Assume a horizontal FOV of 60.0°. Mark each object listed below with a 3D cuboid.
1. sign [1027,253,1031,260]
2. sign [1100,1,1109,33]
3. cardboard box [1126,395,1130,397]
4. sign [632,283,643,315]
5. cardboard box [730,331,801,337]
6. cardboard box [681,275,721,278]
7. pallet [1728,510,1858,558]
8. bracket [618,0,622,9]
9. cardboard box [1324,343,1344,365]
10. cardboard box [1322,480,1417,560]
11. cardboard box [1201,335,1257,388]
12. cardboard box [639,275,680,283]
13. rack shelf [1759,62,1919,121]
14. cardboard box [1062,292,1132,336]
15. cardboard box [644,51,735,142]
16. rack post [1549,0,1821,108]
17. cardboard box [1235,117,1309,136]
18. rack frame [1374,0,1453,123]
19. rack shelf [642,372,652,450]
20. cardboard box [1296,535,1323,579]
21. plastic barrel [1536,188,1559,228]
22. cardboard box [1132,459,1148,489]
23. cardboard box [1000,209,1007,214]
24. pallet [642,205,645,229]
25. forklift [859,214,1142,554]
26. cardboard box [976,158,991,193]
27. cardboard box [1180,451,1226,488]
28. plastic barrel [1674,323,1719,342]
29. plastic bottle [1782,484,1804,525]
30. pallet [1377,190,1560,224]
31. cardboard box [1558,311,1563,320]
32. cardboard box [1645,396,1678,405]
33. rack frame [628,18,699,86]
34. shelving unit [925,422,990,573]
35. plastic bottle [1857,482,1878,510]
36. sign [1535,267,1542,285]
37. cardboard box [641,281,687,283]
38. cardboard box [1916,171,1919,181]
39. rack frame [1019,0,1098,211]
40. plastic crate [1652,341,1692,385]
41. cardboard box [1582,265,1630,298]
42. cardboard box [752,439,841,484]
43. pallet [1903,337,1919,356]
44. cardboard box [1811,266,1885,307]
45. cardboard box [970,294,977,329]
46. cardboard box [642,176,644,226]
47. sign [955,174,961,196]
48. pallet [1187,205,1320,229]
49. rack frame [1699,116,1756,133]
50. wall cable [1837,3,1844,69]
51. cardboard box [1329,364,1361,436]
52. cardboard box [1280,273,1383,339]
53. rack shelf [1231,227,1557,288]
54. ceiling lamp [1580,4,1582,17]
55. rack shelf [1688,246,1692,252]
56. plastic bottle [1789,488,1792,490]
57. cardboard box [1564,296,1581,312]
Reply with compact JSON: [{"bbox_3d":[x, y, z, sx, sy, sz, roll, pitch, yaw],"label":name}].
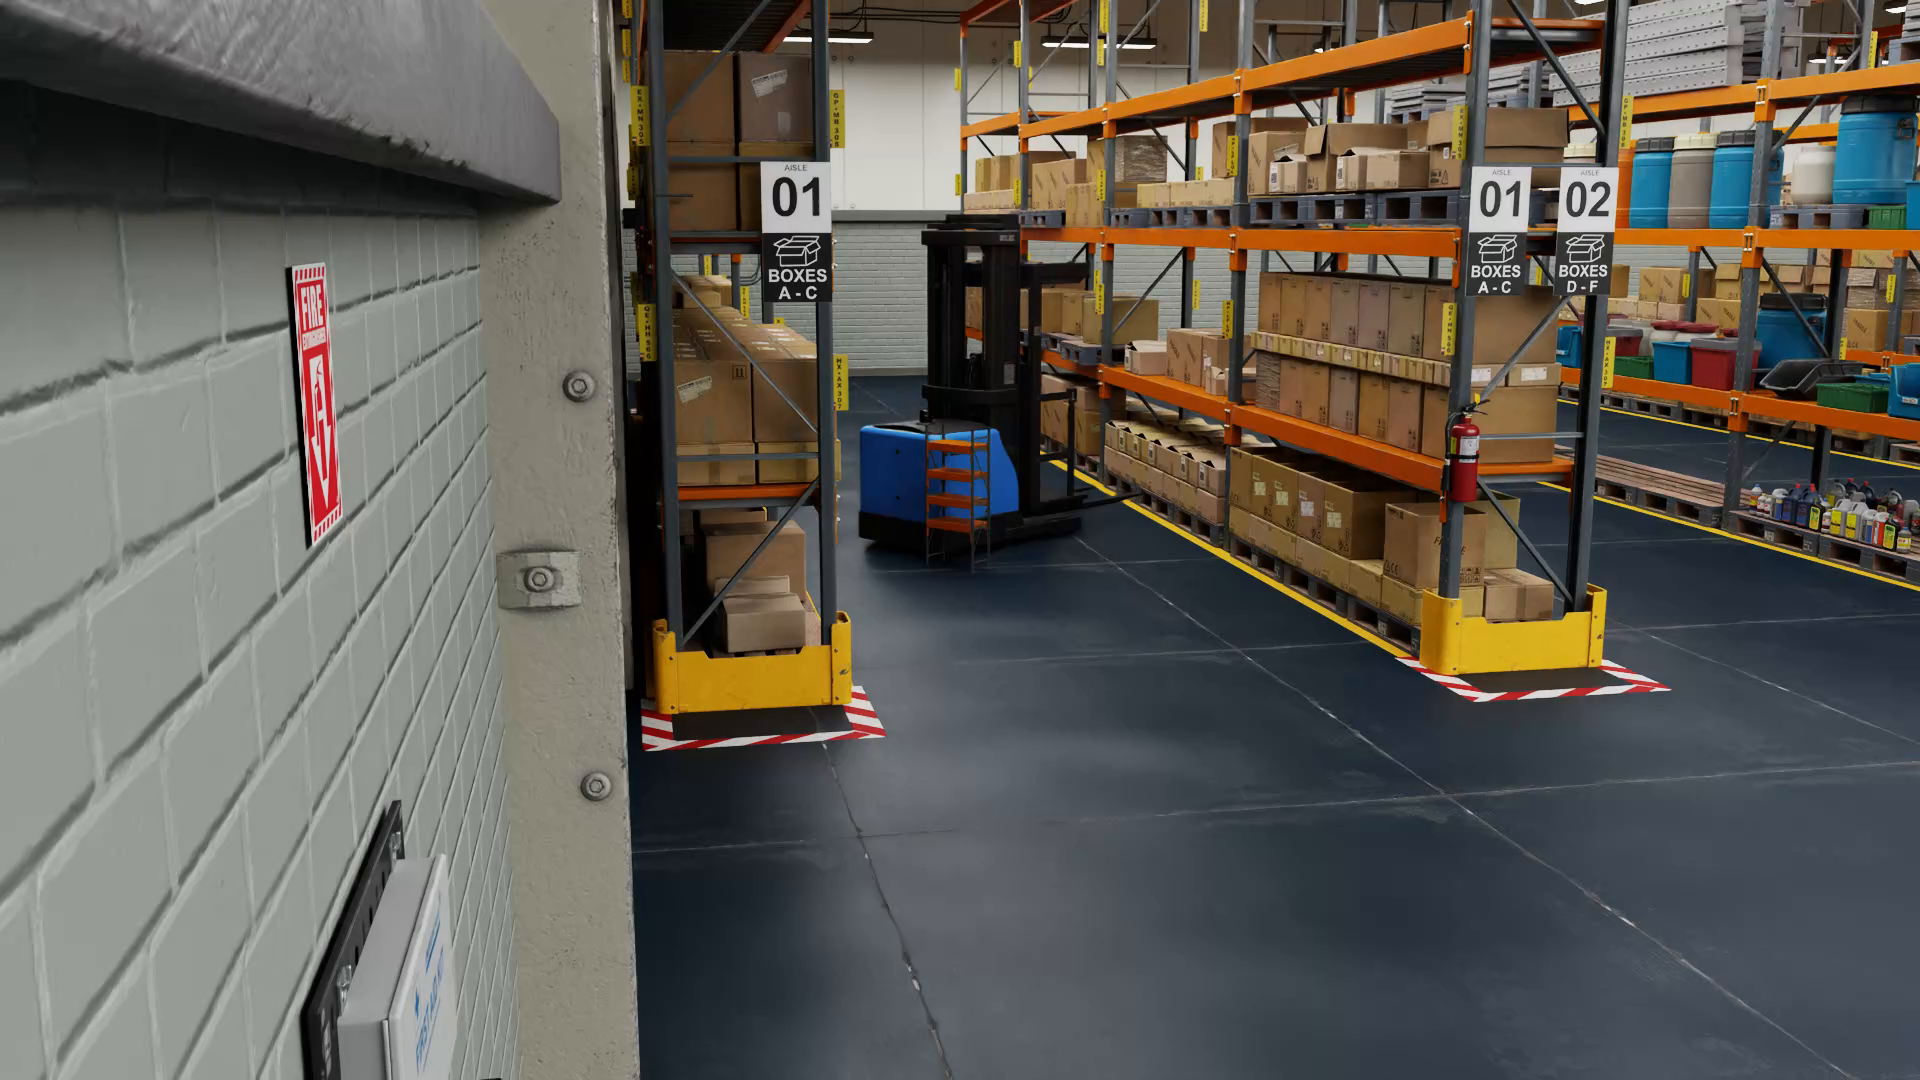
[{"bbox_3d":[1.056,-4.335,26.062,0.100,0.325,0.005,-2,11,-11],"label":"sign"},{"bbox_3d":[1.533,-5.551,17.636,0.100,0.325,0.005,-2,11,-11],"label":"sign"},{"bbox_3d":[1.848,-1.586,21.070,0.500,0.500,0.500,-2,11,-10],"label":"cardboard box"},{"bbox_3d":[-3.339,-2.495,17.237,0.100,0.325,0.005,-2,11,-11],"label":"sign"},{"bbox_3d":[-1.432,-1.258,12.179,0.500,0.500,0.500,-2,11,-13],"label":"cardboard box"},{"bbox_3d":[-3.231,-3.177,20.799,0.500,0.250,0.500,-2,11,-10],"label":"cardboard box"},{"bbox_3d":[7.791,-0.079,15.099,1.003,0.211,1.213,-2,11,-11],"label":"pallet"},{"bbox_3d":[-5.296,-8.530,26.370,0.235,0.232,0.430,-2,11,-11],"label":"bracket"},{"bbox_3d":[3.008,-1.421,12.692,0.380,0.149,0.250,-2,11,-11],"label":"cardboard box"},{"bbox_3d":[3.014,-0.154,12.264,0.500,0.500,0.500,-2,11,-11],"label":"cardboard box"},{"bbox_3d":[2.606,-1.681,15.792,0.500,0.500,0.500,-1,11,-7],"label":"cardboard box"},{"bbox_3d":[-3.739,-3.160,20.707,0.500,0.250,0.500,-2,11,-9],"label":"cardboard box"},{"bbox_3d":[8.090,-3.604,13.110,1.077,0.370,4.000,-2,11,-11],"label":"rack shelf"},{"bbox_3d":[1.690,-2.795,20.520,0.700,0.500,0.500,-5,12,-25],"label":"cardboard box"},{"bbox_3d":[-1.579,-2.573,9.726,0.500,0.500,0.500,-2,11,-8],"label":"cardboard box"},{"bbox_3d":[7.234,-4.976,16.794,1.013,1.000,3.121,-2,11,-11],"label":"rack post"},{"bbox_3d":[2.760,-3.483,14.776,0.500,0.500,0.500,-2,11,-10],"label":"cardboard box"},{"bbox_3d":[6.145,-5.988,22.641,1.000,3.000,0.127,-2,11,-11],"label":"rack frame"},{"bbox_3d":[-2.406,-1.226,15.595,1.077,0.370,4.000,-2,11,-11],"label":"rack shelf"},{"bbox_3d":[2.922,0.122,12.817,0.500,0.250,0.500,-2,11,-11],"label":"cardboard box"},{"bbox_3d":[6.683,-3.767,18.699,0.421,0.512,0.421,0,11,0],"label":"plastic barrel"},{"bbox_3d":[2.083,-0.689,17.078,0.500,0.250,0.500,-2,11,-13],"label":"cardboard box"},{"bbox_3d":[0.843,-4.432,22.894,0.500,0.250,0.500,-2,11,-11],"label":"cardboard box"},{"bbox_3d":[-2.237,-2.901,14.951,1.213,0.211,1.003,-2,11,-11],"label":"pallet"},{"bbox_3d":[0.495,-1.529,15.446,3.031,2.935,1.130,-10,15,-43],"label":"forklift"},{"bbox_3d":[0.638,-5.420,24.740,0.700,0.500,0.500,-2,11,-11],"label":"cardboard box"},{"bbox_3d":[2.374,-0.684,15.551,0.500,0.311,0.500,-2,11,-9],"label":"cardboard box"},{"bbox_3d":[7.587,-1.958,17.151,0.433,0.535,0.433,0,11,0],"label":"plastic barrel"},{"bbox_3d":[7.451,-0.325,14.842,0.144,0.351,0.185,-2,11,-9],"label":"plastic bottle"},{"bbox_3d":[3.507,-2.221,11.110,1.003,0.211,1.213,-2,11,-11],"label":"pallet"},{"bbox_3d":[10.022,-3.707,27.374,0.380,0.149,0.250,-2,11,-12],"label":"cardboard box"},{"bbox_3d":[10.953,-2.507,24.959,0.875,0.875,0.875,-2,11,-11],"label":"cardboard box"},{"bbox_3d":[-4.351,-6.361,24.602,1.000,3.000,0.127,-2,11,-11],"label":"rack frame"},{"bbox_3d":[-0.018,-0.361,13.937,0.503,1.200,0.258,9,14,38],"label":"shelving unit"},{"bbox_3d":[8.146,-0.345,14.949,0.144,0.351,0.185,-3,11,-14],"label":"plastic bottle"},{"bbox_3d":[9.680,-4.399,27.814,0.100,0.325,0.005,-2,11,-11],"label":"sign"},{"bbox_3d":[-3.331,-2.783,18.728,0.500,0.250,0.500,-2,11,-12],"label":"cardboard box"},{"bbox_3d":[11.592,-4.327,20.538,0.797,0.503,0.637,-1,11,-8],"label":"cardboard box"},{"bbox_3d":[1.285,-5.808,21.698,1.000,3.000,0.127,-2,11,-11],"label":"rack frame"},{"bbox_3d":[7.181,-1.756,16.498,0.392,0.384,0.575,-2,11,-11],"label":"plastic crate"},{"bbox_3d":[10.258,-4.111,26.425,0.500,0.500,0.500,-2,11,-13],"label":"cardboard box"},{"bbox_3d":[-1.022,-0.516,10.289,0.500,0.250,0.500,-2,11,-13],"label":"cardboard box"},{"bbox_3d":[12.024,-2.266,19.645,1.213,0.211,1.003,-2,11,-11],"label":"pallet"},{"bbox_3d":[11.531,-3.283,21.527,0.797,0.503,0.637,-2,11,-10],"label":"cardboard box"},{"bbox_3d":[0.441,-3.458,25.130,0.500,0.500,0.500,-2,11,-12],"label":"cardboard box"},{"bbox_3d":[-2.881,-3.339,16.425,0.500,0.500,0.500,-2,11,-11],"label":"cardboard box"},{"bbox_3d":[-0.025,-5.478,25.647,0.100,0.325,0.005,-2,11,-11],"label":"sign"},{"bbox_3d":[2.657,-2.935,15.135,0.805,0.209,1.217,-3,11,-13],"label":"pallet"},{"bbox_3d":[11.003,-6.168,23.587,1.000,3.000,0.127,-2,11,-11],"label":"rack frame"},{"bbox_3d":[17.046,-11.185,33.903,2.355,3.000,0.029,-2,11,-11],"label":"wall cable"},{"bbox_3d":[3.237,-1.079,12.630,0.700,0.500,0.500,-2,11,-9],"label":"cardboard box"},{"bbox_3d":[3.033,-1.906,13.506,0.700,0.500,0.500,-2,11,-11],"label":"cardboard box"},{"bbox_3d":[3.230,-2.147,12.410,1.077,0.370,4.000,-2,11,-11],"label":"rack shelf"},{"bbox_3d":[12.190,-10.353,29.967,2.000,3.185,0.800,-2,11,-11],"label":"ceiling lamp"},{"bbox_3d":[10.614,-4.708,25.862,1.077,0.370,4.000,-2,11,-11],"label":"rack shelf"},{"bbox_3d":[7.527,-0.326,15.030,0.061,0.283,0.133,-2,11,-11],"label":"plastic bottle"},{"bbox_3d":[10.161,-3.834,26.975,0.500,0.250,0.500,-2,11,-12],"label":"cardboard box"}]
